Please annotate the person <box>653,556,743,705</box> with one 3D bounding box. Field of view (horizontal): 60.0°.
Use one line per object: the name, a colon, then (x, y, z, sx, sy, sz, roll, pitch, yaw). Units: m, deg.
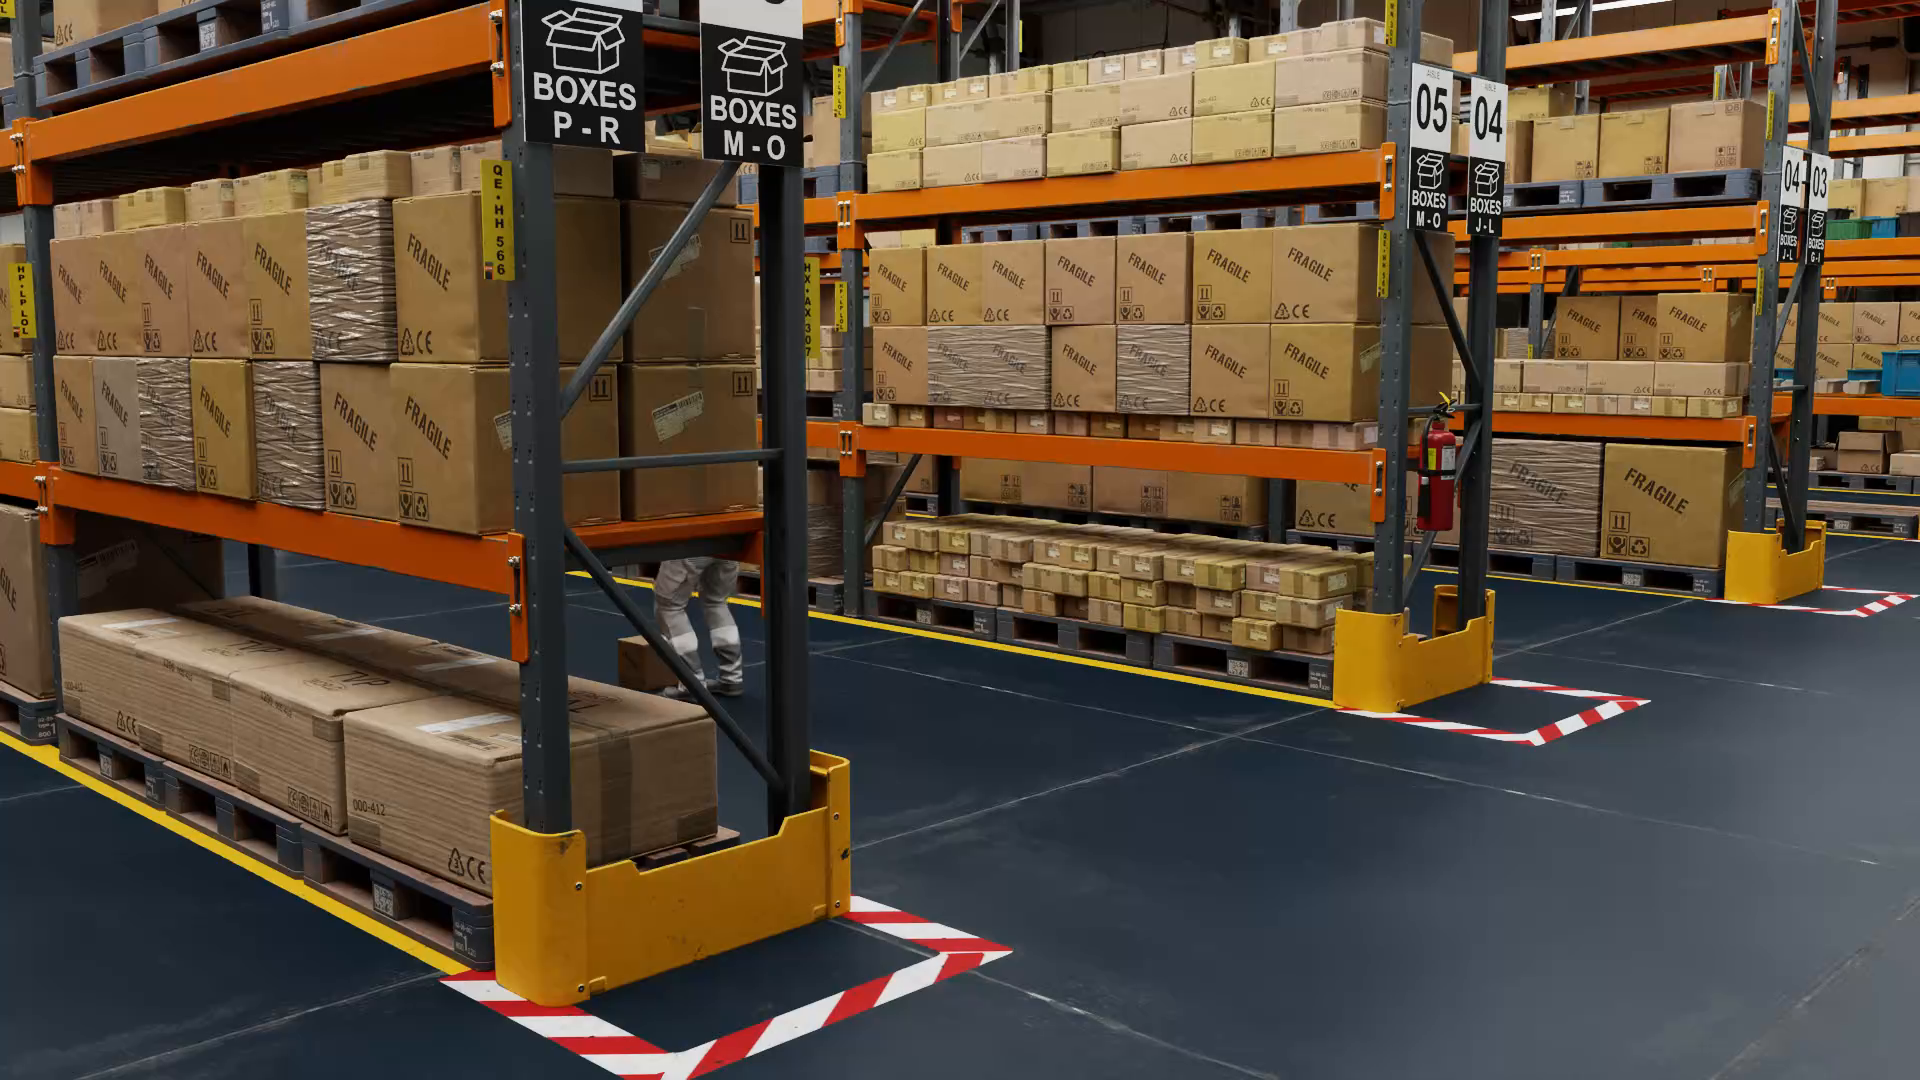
person: (-1.385, -0.013, 8.641, 0.554, 1.698, 0.516, -7, 10, -44)
